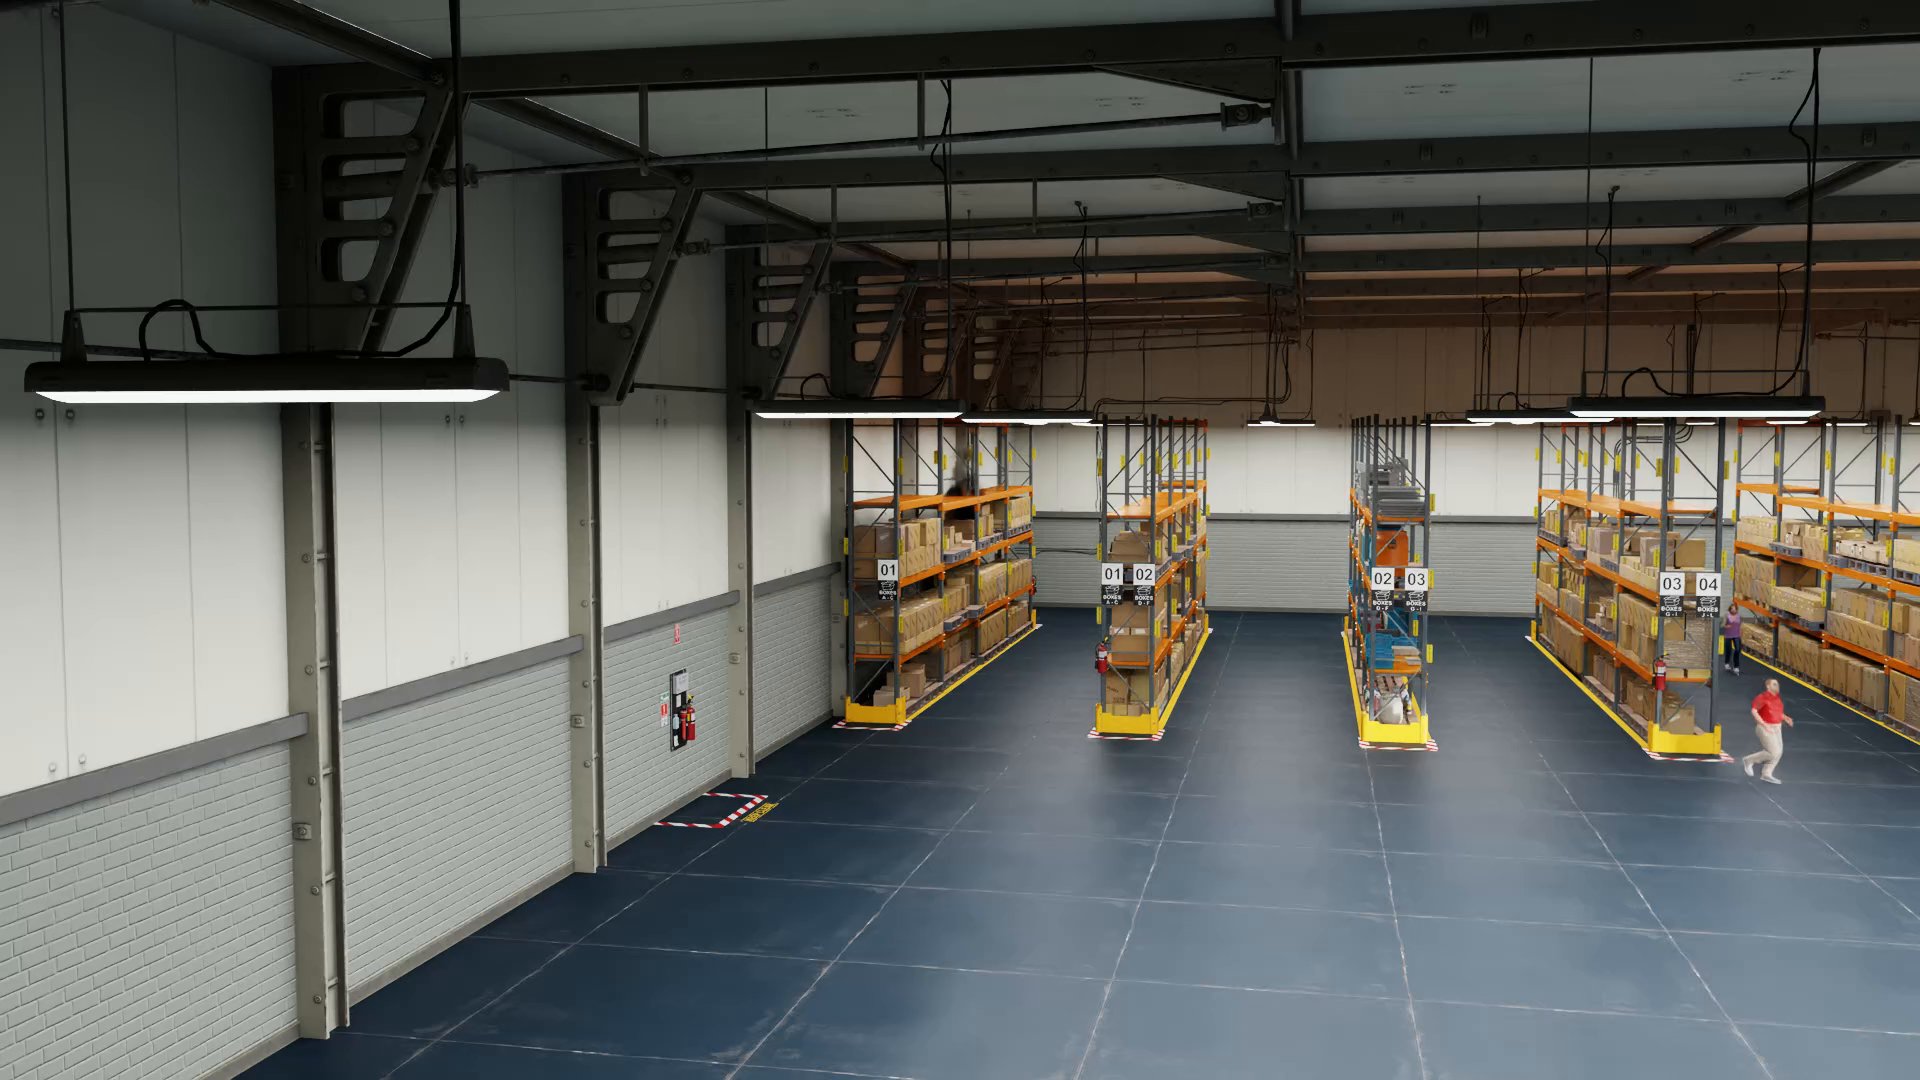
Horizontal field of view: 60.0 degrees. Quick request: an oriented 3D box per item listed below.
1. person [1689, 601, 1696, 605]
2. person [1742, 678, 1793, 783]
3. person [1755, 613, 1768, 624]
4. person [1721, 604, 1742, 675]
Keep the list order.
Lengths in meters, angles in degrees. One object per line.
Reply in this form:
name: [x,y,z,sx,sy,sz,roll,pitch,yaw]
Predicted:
person: [19.569,1.921,45.025,0.549,1.666,0.736,-1,4,-16]
person: [13.166,3.087,27.011,0.653,1.700,0.593,-3,5,-36]
person: [21.713,1.903,44.805,0.724,1.664,0.616,0,4,6]
person: [18.140,2.365,39.073,0.522,1.544,0.698,1,4,12]
